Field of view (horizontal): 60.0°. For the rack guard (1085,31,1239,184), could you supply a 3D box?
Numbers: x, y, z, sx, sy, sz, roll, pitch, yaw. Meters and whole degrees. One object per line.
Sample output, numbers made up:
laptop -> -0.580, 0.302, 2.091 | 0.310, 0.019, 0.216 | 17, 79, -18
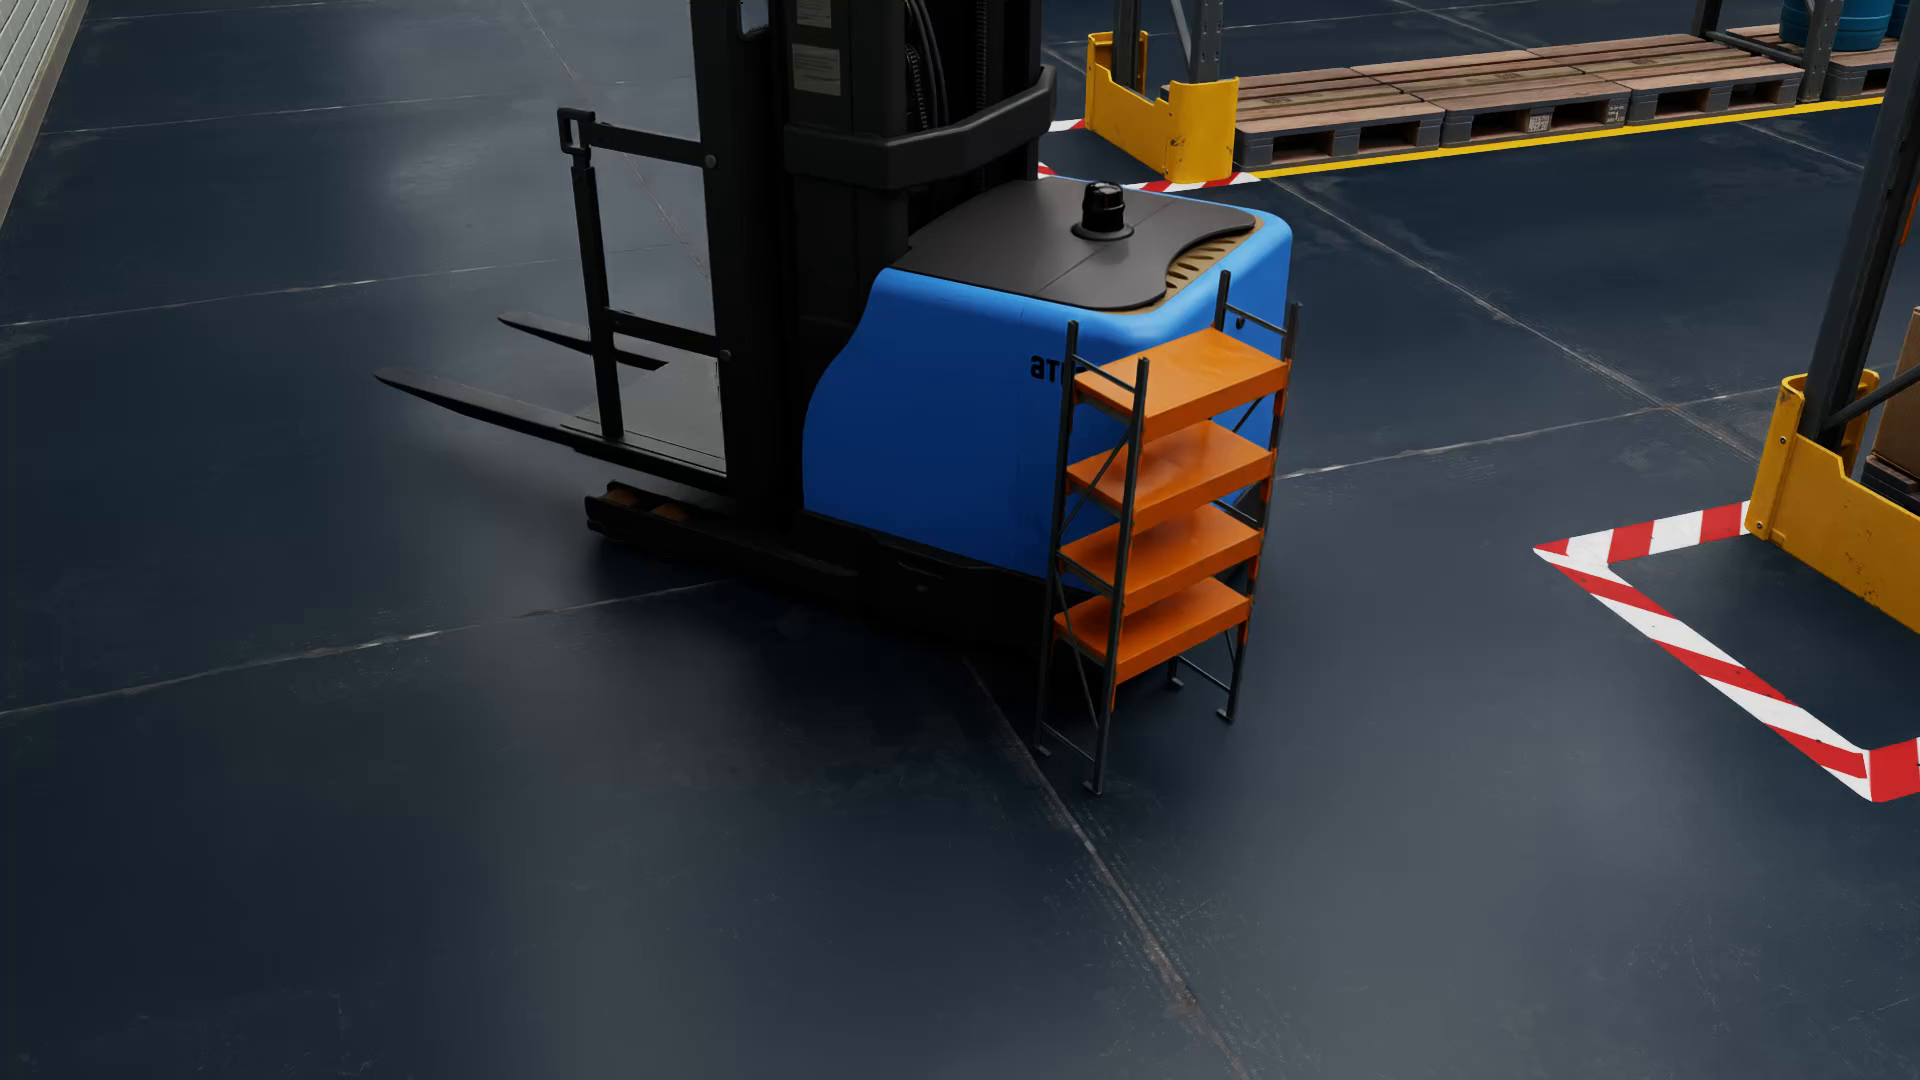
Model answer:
rack guard -> 1.044, -2.307, 8.794 | 0.348, 0.500, 1.175 | -10, 31, -18

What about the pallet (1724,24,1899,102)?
pallet -> 5.548, -2.996, 10.296 | 1.213, 0.211, 1.003 | -10, 31, -18

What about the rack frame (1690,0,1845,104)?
rack frame -> 4.811, -4.094, 9.405 | 0.127, 3.000, 1.000 | -10, 31, -18

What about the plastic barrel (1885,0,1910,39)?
plastic barrel -> 5.990, -3.573, 10.186 | 0.708, 0.901, 0.600 | -10, 31, -18

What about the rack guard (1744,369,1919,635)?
rack guard -> 2.857, -0.032, 4.800 | 0.348, 0.500, 1.175 | -10, 31, -18

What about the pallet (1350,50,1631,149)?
pallet -> 2.990, -2.525, 9.468 | 1.213, 0.211, 1.003 | -10, 31, -18

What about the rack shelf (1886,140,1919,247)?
rack shelf -> 4.660, -1.137, 4.943 | 4.000, 0.370, 1.077 | -10, 31, -18

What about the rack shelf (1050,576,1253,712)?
rack shelf -> 0.472, 0.223, 4.166 | 0.480, 0.148, 0.258 | -22, 40, -34

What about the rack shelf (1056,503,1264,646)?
rack shelf -> 0.480, 0.056, 4.060 | 0.480, 0.148, 0.258 | -22, 40, -34

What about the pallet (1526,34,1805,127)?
pallet -> 4.135, -2.737, 9.841 | 1.213, 0.211, 1.003 | -10, 31, -18

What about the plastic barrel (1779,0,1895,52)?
plastic barrel -> 5.327, -3.451, 9.972 | 0.708, 0.901, 0.600 | -10, 31, -18

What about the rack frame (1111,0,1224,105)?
rack frame -> 1.062, -3.403, 8.194 | 0.127, 3.000, 1.000 | -10, 31, -18

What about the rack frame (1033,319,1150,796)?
rack frame -> 0.294, 0.076, 3.889 | 0.015, 1.200, 0.240 | -22, 40, -34

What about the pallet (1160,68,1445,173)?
pallet -> 1.848, -2.316, 9.102 | 1.213, 0.211, 1.003 | -10, 31, -18

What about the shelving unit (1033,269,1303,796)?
shelving unit -> 0.482, -0.001, 4.023 | 0.503, 1.200, 0.258 | -22, 40, -34

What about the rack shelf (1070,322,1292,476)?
rack shelf -> 0.498, -0.332, 3.813 | 0.480, 0.148, 0.258 | -22, 40, -34

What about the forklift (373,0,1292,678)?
forklift -> -0.581, -1.424, 4.788 | 3.031, 2.935, 1.130 | 16, 33, 26

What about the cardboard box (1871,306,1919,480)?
cardboard box -> 3.209, -0.418, 5.034 | 0.500, 0.500, 0.500 | -10, 31, -18

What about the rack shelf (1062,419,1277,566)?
rack shelf -> 0.489, -0.133, 3.940 | 0.480, 0.148, 0.258 | -22, 40, -34

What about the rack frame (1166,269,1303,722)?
rack frame -> 0.671, -0.078, 4.158 | 0.015, 1.200, 0.240 | -22, 40, -34

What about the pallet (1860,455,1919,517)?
pallet -> 3.604, -0.044, 5.114 | 1.213, 0.211, 1.003 | -10, 31, -18

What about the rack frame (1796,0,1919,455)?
rack frame -> 2.786, -1.105, 4.159 | 0.127, 3.000, 1.000 | -10, 31, -18
